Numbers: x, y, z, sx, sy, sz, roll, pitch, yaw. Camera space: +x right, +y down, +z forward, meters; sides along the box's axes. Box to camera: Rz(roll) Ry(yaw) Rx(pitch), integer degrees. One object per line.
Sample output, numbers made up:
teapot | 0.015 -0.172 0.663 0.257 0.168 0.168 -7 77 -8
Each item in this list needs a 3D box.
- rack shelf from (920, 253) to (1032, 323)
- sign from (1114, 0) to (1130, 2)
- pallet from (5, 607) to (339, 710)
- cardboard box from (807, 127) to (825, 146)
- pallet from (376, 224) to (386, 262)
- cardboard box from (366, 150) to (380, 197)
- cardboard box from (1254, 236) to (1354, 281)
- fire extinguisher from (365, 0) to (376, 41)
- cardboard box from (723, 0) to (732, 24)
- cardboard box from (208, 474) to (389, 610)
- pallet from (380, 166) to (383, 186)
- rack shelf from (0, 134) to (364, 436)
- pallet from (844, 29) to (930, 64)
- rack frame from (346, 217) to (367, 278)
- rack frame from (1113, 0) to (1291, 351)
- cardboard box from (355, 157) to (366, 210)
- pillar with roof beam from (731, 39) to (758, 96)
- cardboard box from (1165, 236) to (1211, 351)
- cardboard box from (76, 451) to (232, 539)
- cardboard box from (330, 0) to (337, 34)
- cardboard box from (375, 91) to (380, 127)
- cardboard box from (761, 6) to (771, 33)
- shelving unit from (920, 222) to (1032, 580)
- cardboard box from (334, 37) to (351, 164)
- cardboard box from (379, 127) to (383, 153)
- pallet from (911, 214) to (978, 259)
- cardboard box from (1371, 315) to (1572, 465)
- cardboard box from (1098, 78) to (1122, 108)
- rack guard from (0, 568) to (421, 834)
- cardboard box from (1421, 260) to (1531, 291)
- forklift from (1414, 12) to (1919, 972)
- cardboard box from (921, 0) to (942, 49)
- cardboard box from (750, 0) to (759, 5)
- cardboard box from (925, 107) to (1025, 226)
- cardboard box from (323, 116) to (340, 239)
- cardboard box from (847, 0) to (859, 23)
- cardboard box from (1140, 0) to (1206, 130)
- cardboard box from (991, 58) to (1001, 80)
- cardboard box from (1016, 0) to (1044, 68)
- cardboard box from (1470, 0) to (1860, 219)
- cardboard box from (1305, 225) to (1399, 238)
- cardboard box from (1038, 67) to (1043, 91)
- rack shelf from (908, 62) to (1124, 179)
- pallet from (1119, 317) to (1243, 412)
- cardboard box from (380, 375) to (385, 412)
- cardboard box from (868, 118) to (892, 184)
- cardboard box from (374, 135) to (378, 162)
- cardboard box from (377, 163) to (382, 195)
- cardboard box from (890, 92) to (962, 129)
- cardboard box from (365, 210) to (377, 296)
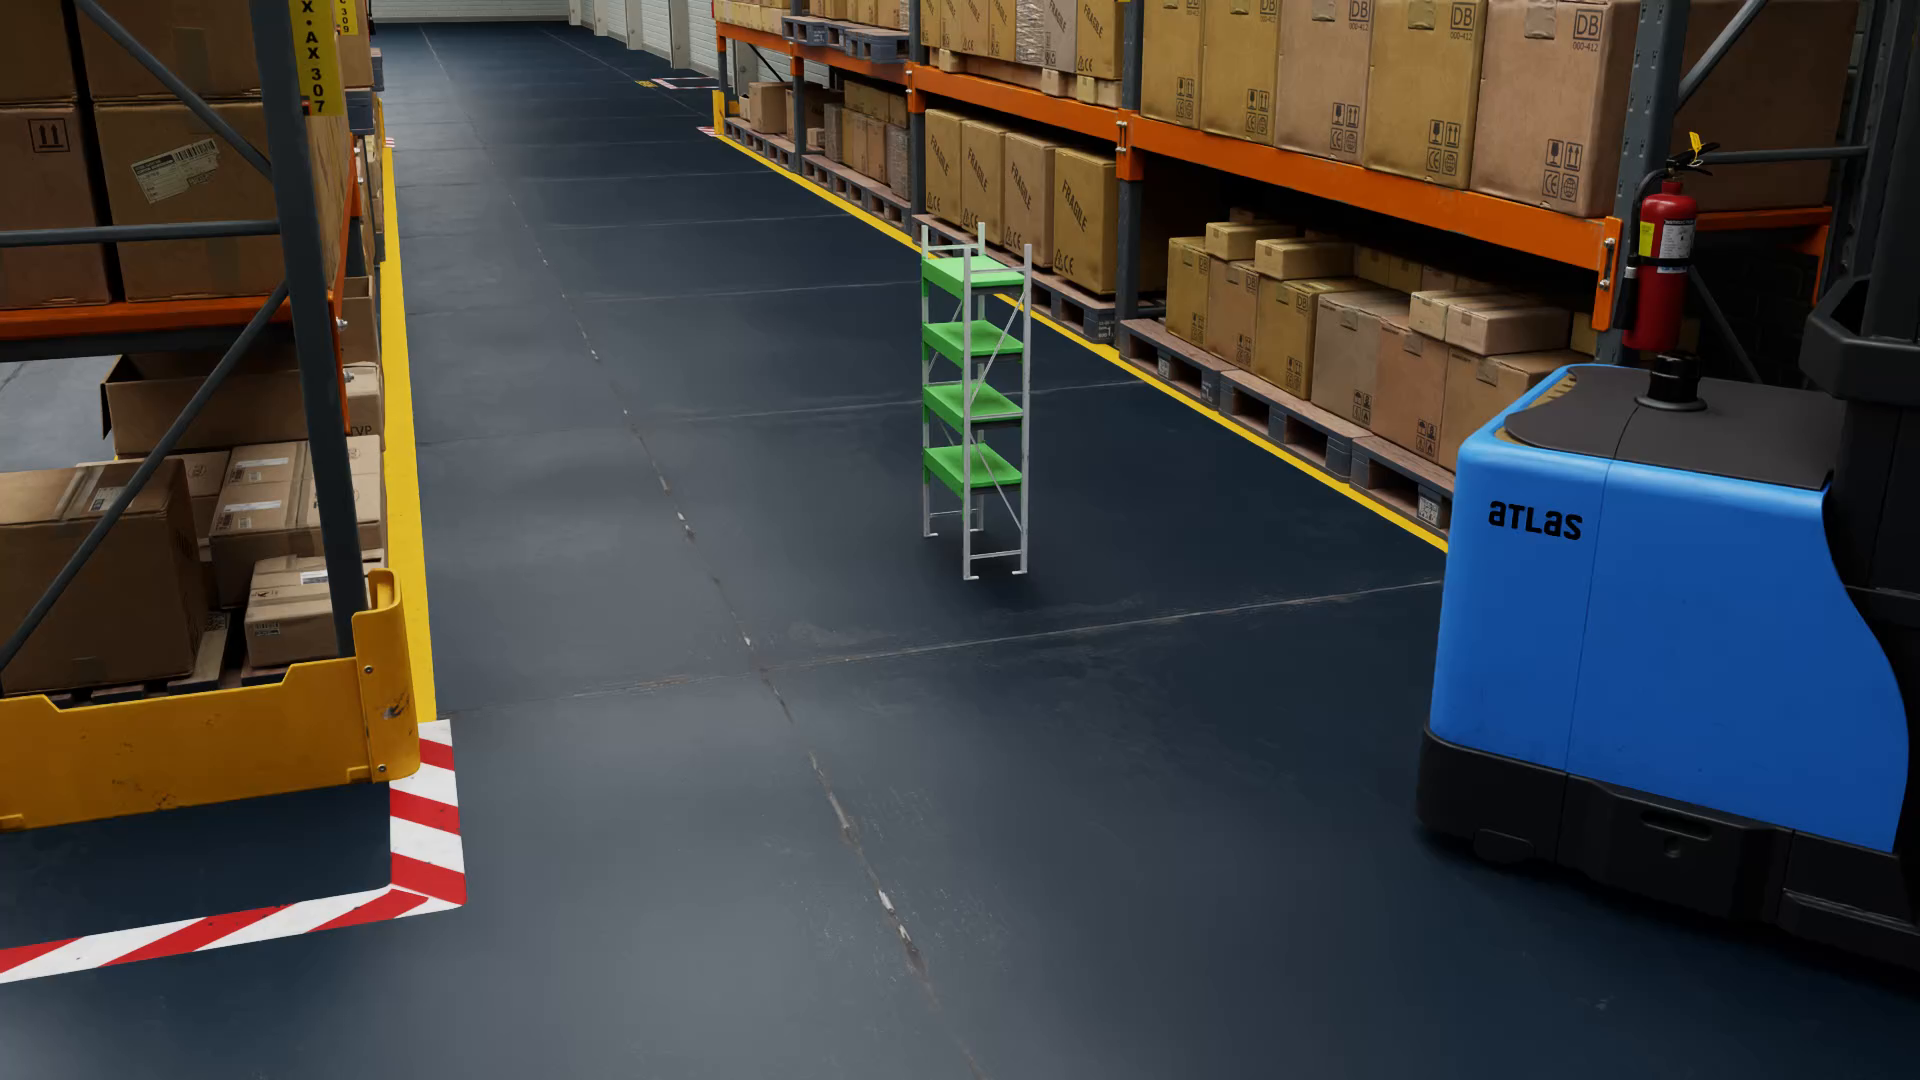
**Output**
rack shelf | 0.052 -0.903 5.925 0.258 0.148 0.480 -6 21 -17
sign | 0.856 -2.985 8.693 0.100 0.325 0.005 -6 21 -17
pallet | -2.352 0.306 5.253 1.003 0.211 1.213 -6 21 -17
cardboard box | -1.343 -4.147 17.065 0.380 0.166 0.250 -9 22 -24
pallet | -4.813 -2.250 12.368 1.003 0.211 1.213 -6 21 -17
cardboard box | -4.477 -2.661 12.003 0.500 0.311 0.500 -6 21 -15
cardboard box | 1.604 -1.317 7.762 0.380 0.149 0.250 -7 21 -19
fire extinguisher | -6.702 -5.912 18.553 0.296 0.674 0.183 -6 21 -17
cardboard box | -2.375 -5.972 18.798 0.500 0.250 0.500 -7 21 -19
cardboard box | -2.135 -0.005 5.409 0.500 0.250 0.500 -6 21 -17
pallet | -6.058 -3.525 15.917 1.003 0.211 1.213 -6 21 -17
rack shelf | -2.705 -1.030 5.910 1.077 0.370 4.000 -6 21 -17
pallet | -0.215 -3.948 13.256 1.213 0.211 1.003 -6 21 -17
rack frame | -3.334 -2.010 7.576 1.000 3.000 0.127 -6 21 -17
rack frame | 1.368 -2.538 9.044 1.000 3.000 0.127 -6 21 -17
cardboard box | -3.727 -2.057 9.643 0.500 0.250 0.500 -7 21 -18
pillar with roof beam | -7.336 -10.547 22.469 9.100 9.000 0.400 -6 21 -17
cardboard box | 1.505 -1.308 8.697 0.700 0.500 0.500 -6 21 -17
cardboard box | -2.751 -0.096 5.663 0.500 0.250 0.500 -6 21 -17
cardboard box | -2.929 -2.393 7.015 0.500 0.500 0.500 -6 21 -17
cardboard box | -6.011 -4.337 16.391 0.500 0.500 0.500 -6 21 -17
cardboard box | -1.732 -5.324 16.995 0.500 0.250 0.500 -6 21 -17
shelving unit | 0.052 -0.512 6.066 0.258 1.200 0.503 -6 21 -17
cardboard box | -2.770 -1.759 6.728 0.500 0.500 0.500 -6 21 -16
cardboard box | -6.011 -3.984 16.517 0.500 0.250 0.500 -6 21 -17
pallet | 0.287 -2.248 12.363 1.003 0.211 1.213 -6 21 -17
cardboard box | 2.153 -0.650 6.865 0.700 0.500 0.500 -6 21 -17
cardboard box | 0.993 -2.507 9.302 0.380 0.149 0.250 -6 21 -17
rack guard | -2.100 0.425 4.492 1.175 0.500 0.348 -6 21 -17
cardboard box | 2.220 -1.100 7.159 0.380 0.149 0.250 -6 21 -16
forklift | 2.678 -0.467 3.382 3.031 2.935 1.130 12 23 31
cardboard box | 0.020 -3.835 12.038 0.500 0.500 0.500 -6 21 -16
cardboard box | -1.899 -5.838 17.315 0.500 0.500 0.500 -7 21 -19
cardboard box | 0.217 -2.757 12.215 0.750 0.750 0.750 -7 21 -18
cardboard box | -2.133 -1.109 4.919 0.500 0.500 0.500 -7 21 -18
cardboard box | -0.614 -4.804 14.555 0.700 0.500 0.500 -4 20 -10
cardboard box | 1.523 -2.503 8.504 0.980 0.700 0.700 -6 21 -16
cardboard box | 0.425 -3.172 11.153 0.380 0.149 0.250 -6 21 -16
cardboard box | 0.664 -3.180 10.216 0.500 0.500 0.500 -6 21 -17
cardboard box | 2.455 -1.558 5.873 0.980 0.700 0.700 -5 20 -15
cardboard box | 1.899 -1.428 8.071 0.380 0.149 0.250 -7 21 -19
cardboard box | 0.700 -2.838 10.222 0.380 0.149 0.250 -6 21 -17
rack shelf | 0.739 -2.841 10.953 1.077 0.370 4.000 -6 21 -17
pallet | 1.532 -0.973 8.813 1.003 0.211 1.213 -6 21 -17
cardboard box | -2.711 -0.609 7.241 0.380 0.149 0.250 -6 21 -17
cardboard box | -0.400 -3.412 14.524 0.700 0.500 0.500 -7 21 -17
cardboard box | -5.125 -3.319 13.836 0.500 0.311 0.500 -6 21 -17
cardboard box | -4.966 -2.889 13.468 0.500 0.250 0.500 -6 21 -16
cardboard box | -0.285 -3.620 13.995 0.500 0.250 0.500 -6 21 -16
cardboard box | -3.741 -1.715 9.802 0.500 0.500 0.500 -7 21 -19
